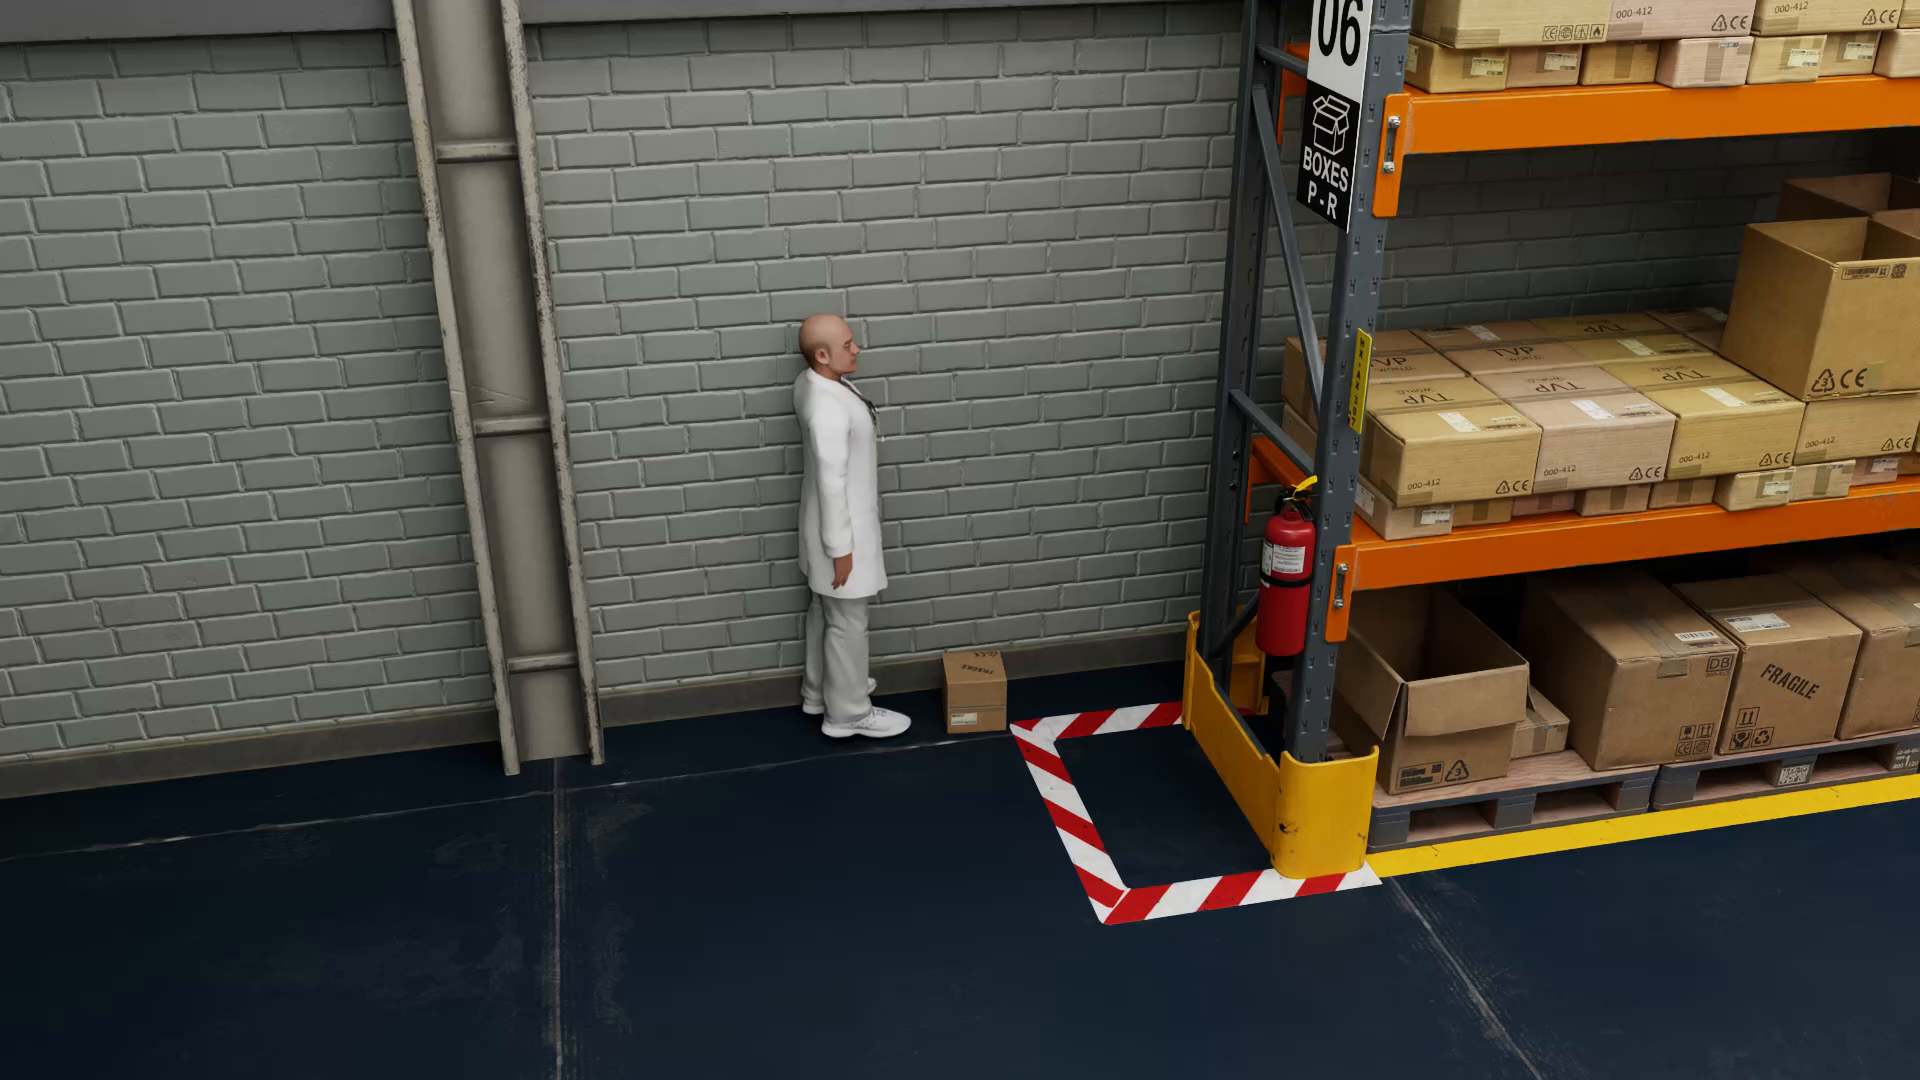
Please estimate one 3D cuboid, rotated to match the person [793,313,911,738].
[{"bbox_3d":[-0.455,-0.061,6.705,0.433,1.786,0.625,-6,27,-12],"label":"person"}]
